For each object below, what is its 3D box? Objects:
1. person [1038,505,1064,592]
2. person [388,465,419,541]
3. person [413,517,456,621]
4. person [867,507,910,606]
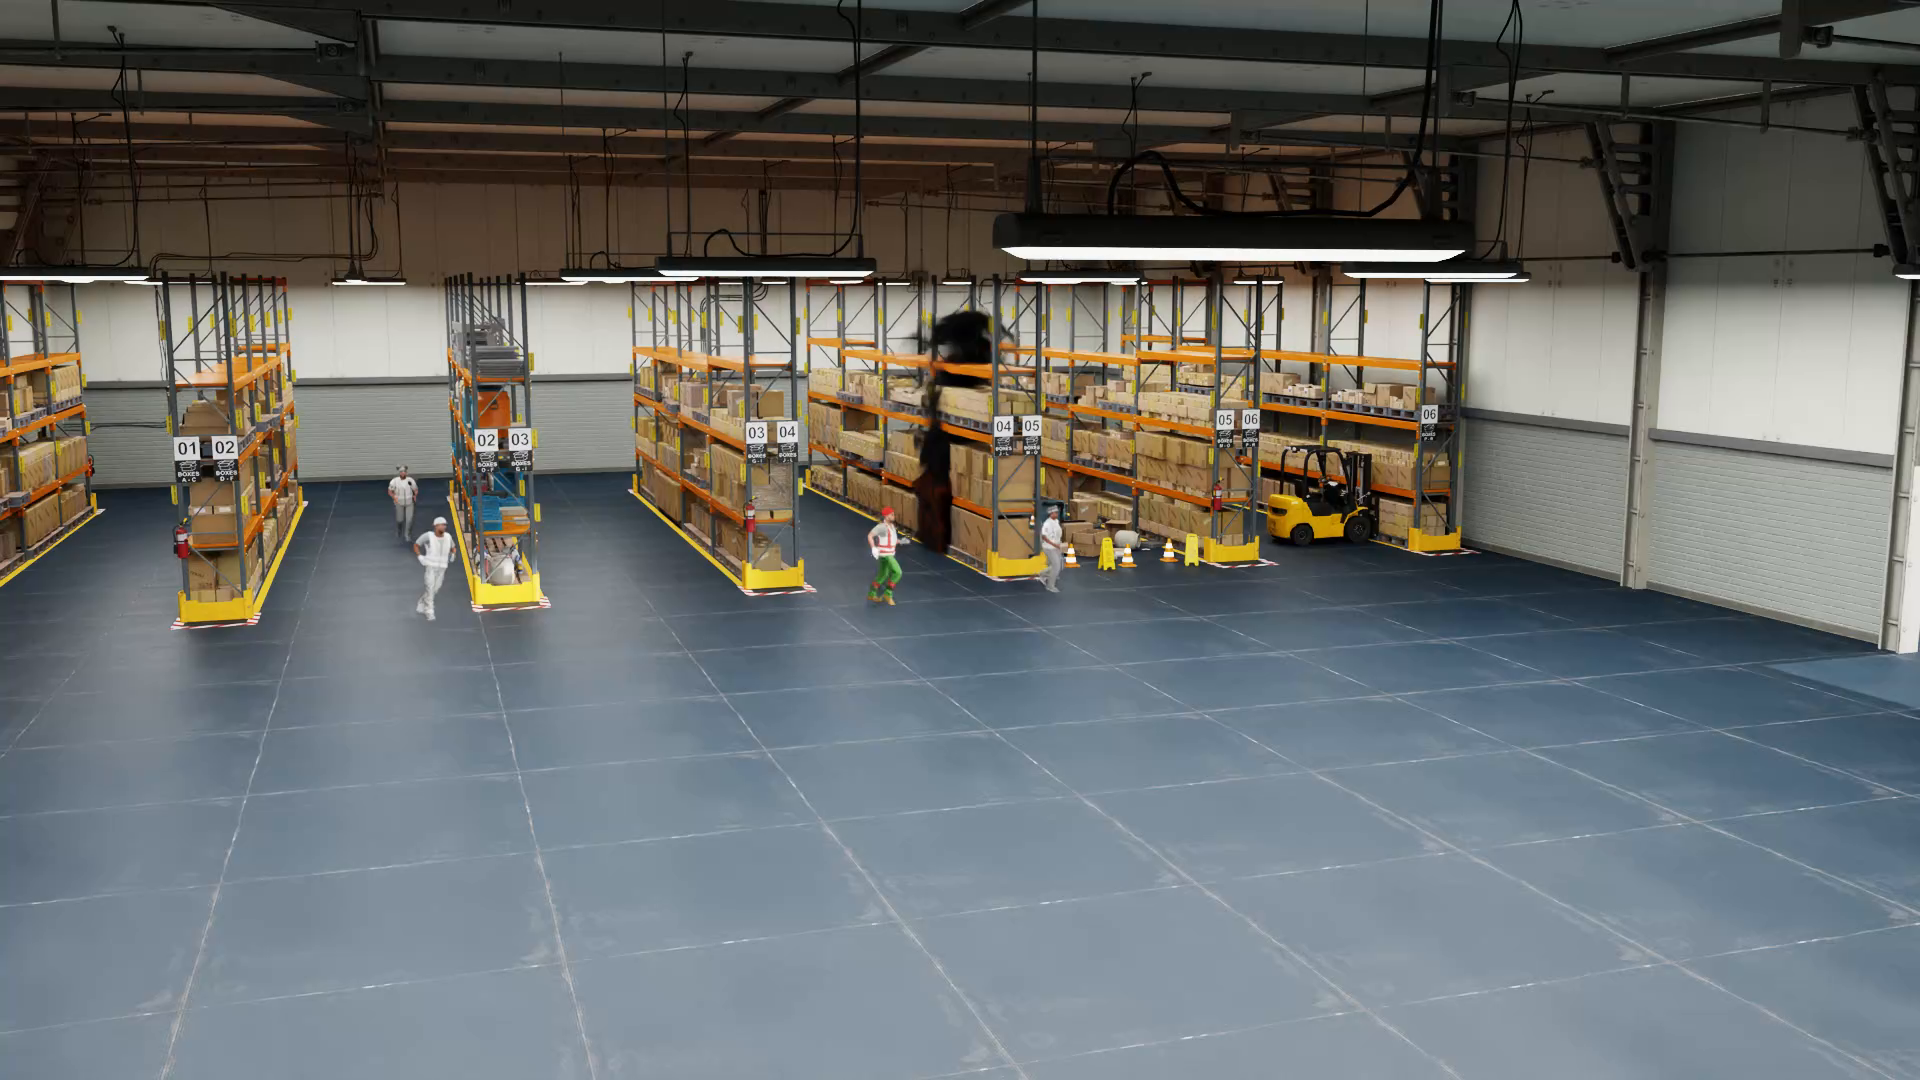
[{"bbox_3d":[1.721,0.148,31.658,0.600,1.660,0.606,5,10,29],"label":"person"},{"bbox_3d":[-12.671,-0.849,37.929,0.660,1.732,0.626,-4,9,-25],"label":"person"},{"bbox_3d":[-9.211,0.476,29.315,0.768,1.755,0.853,-8,12,-44],"label":"person"},{"bbox_3d":[-1.315,0.302,30.184,0.821,1.812,0.645,2,9,12],"label":"person"}]
